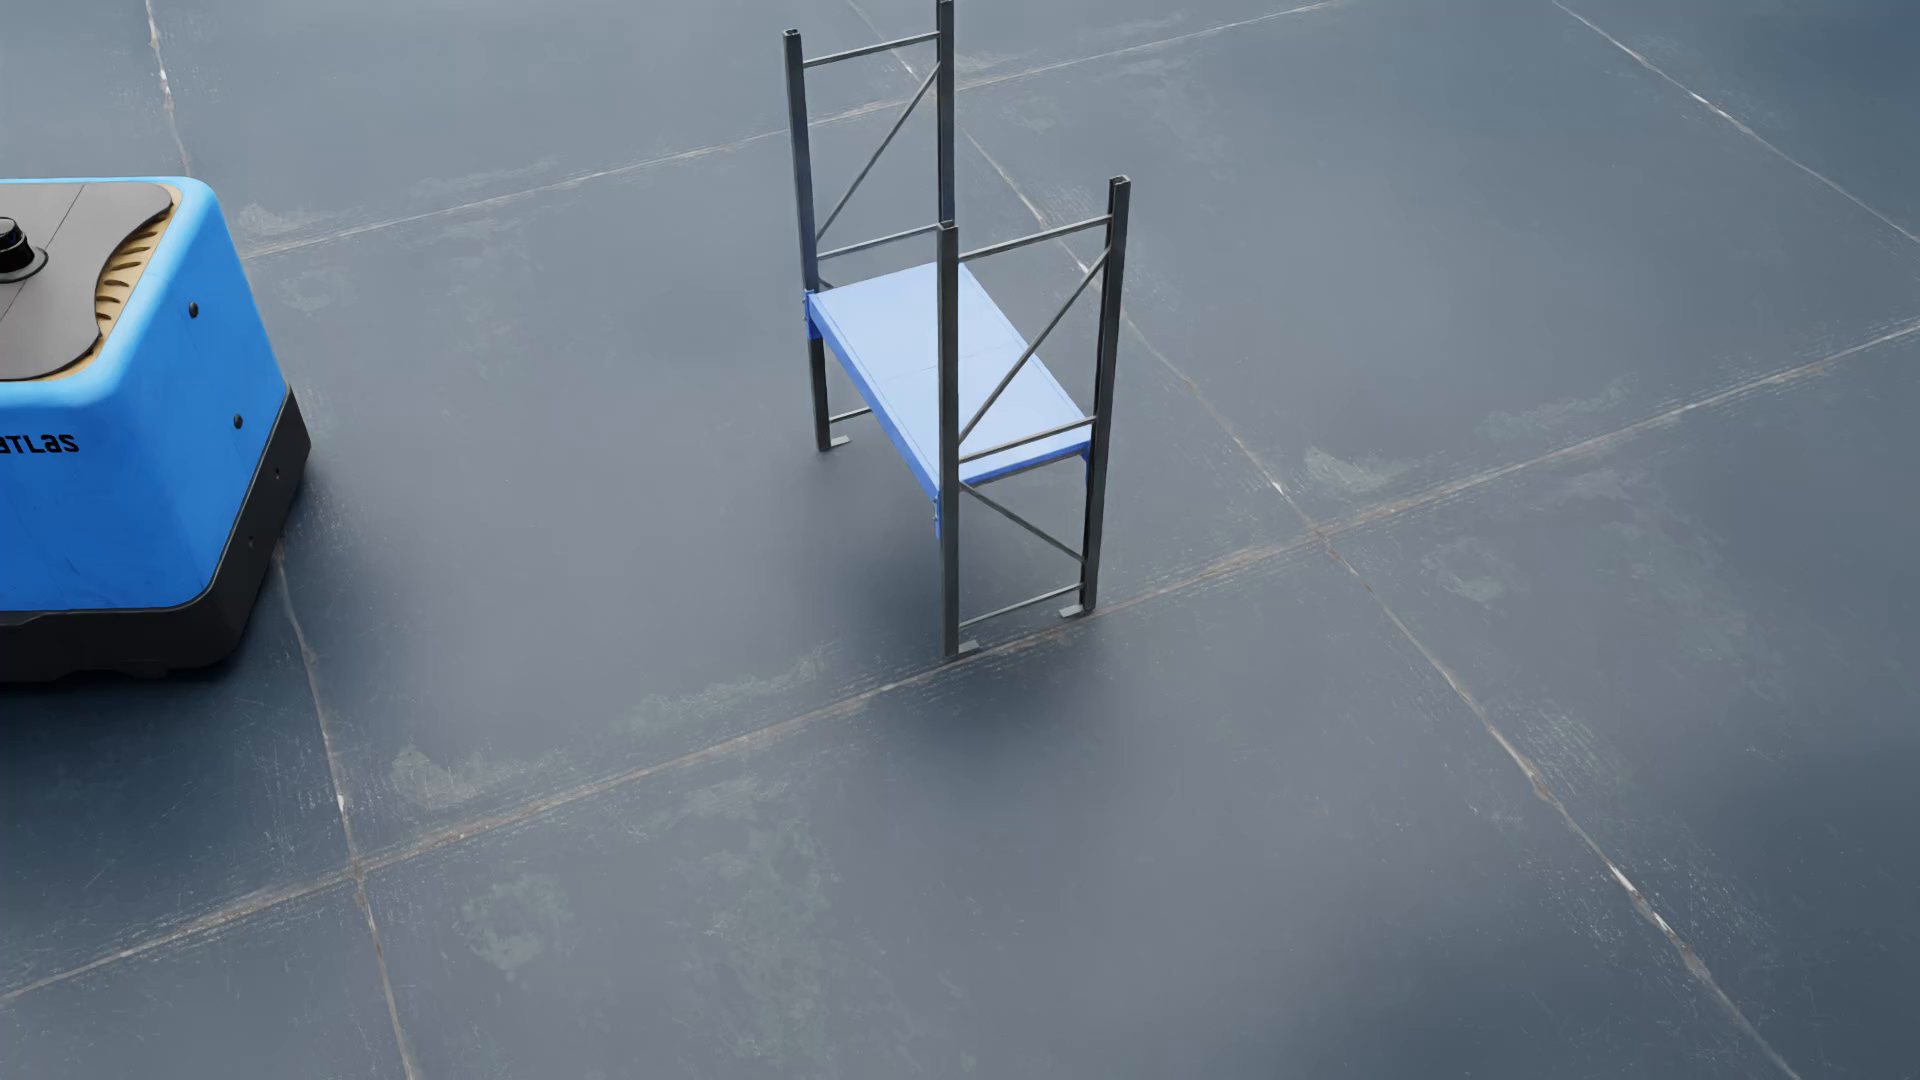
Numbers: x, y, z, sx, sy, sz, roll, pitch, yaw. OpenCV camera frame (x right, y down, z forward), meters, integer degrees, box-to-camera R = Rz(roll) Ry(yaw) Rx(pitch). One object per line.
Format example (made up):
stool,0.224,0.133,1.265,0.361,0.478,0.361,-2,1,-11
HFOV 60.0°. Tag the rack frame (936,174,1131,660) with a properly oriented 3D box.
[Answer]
rack frame,0.178,-0.264,4.450,0.500,1.500,0.032,-18,47,-17

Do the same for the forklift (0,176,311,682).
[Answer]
forklift,-3.629,-0.961,4.137,3.031,2.935,1.130,-1,45,-1

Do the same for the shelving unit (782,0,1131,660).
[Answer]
shelving unit,-0.036,-0.588,4.778,0.538,1.500,1.048,-18,47,-17

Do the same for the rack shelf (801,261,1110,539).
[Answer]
rack shelf,-0.036,-0.460,4.905,0.538,0.185,1.000,-18,47,-17

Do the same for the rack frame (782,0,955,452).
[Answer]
rack frame,-0.250,-0.912,5.107,0.500,1.500,0.032,-18,47,-17
